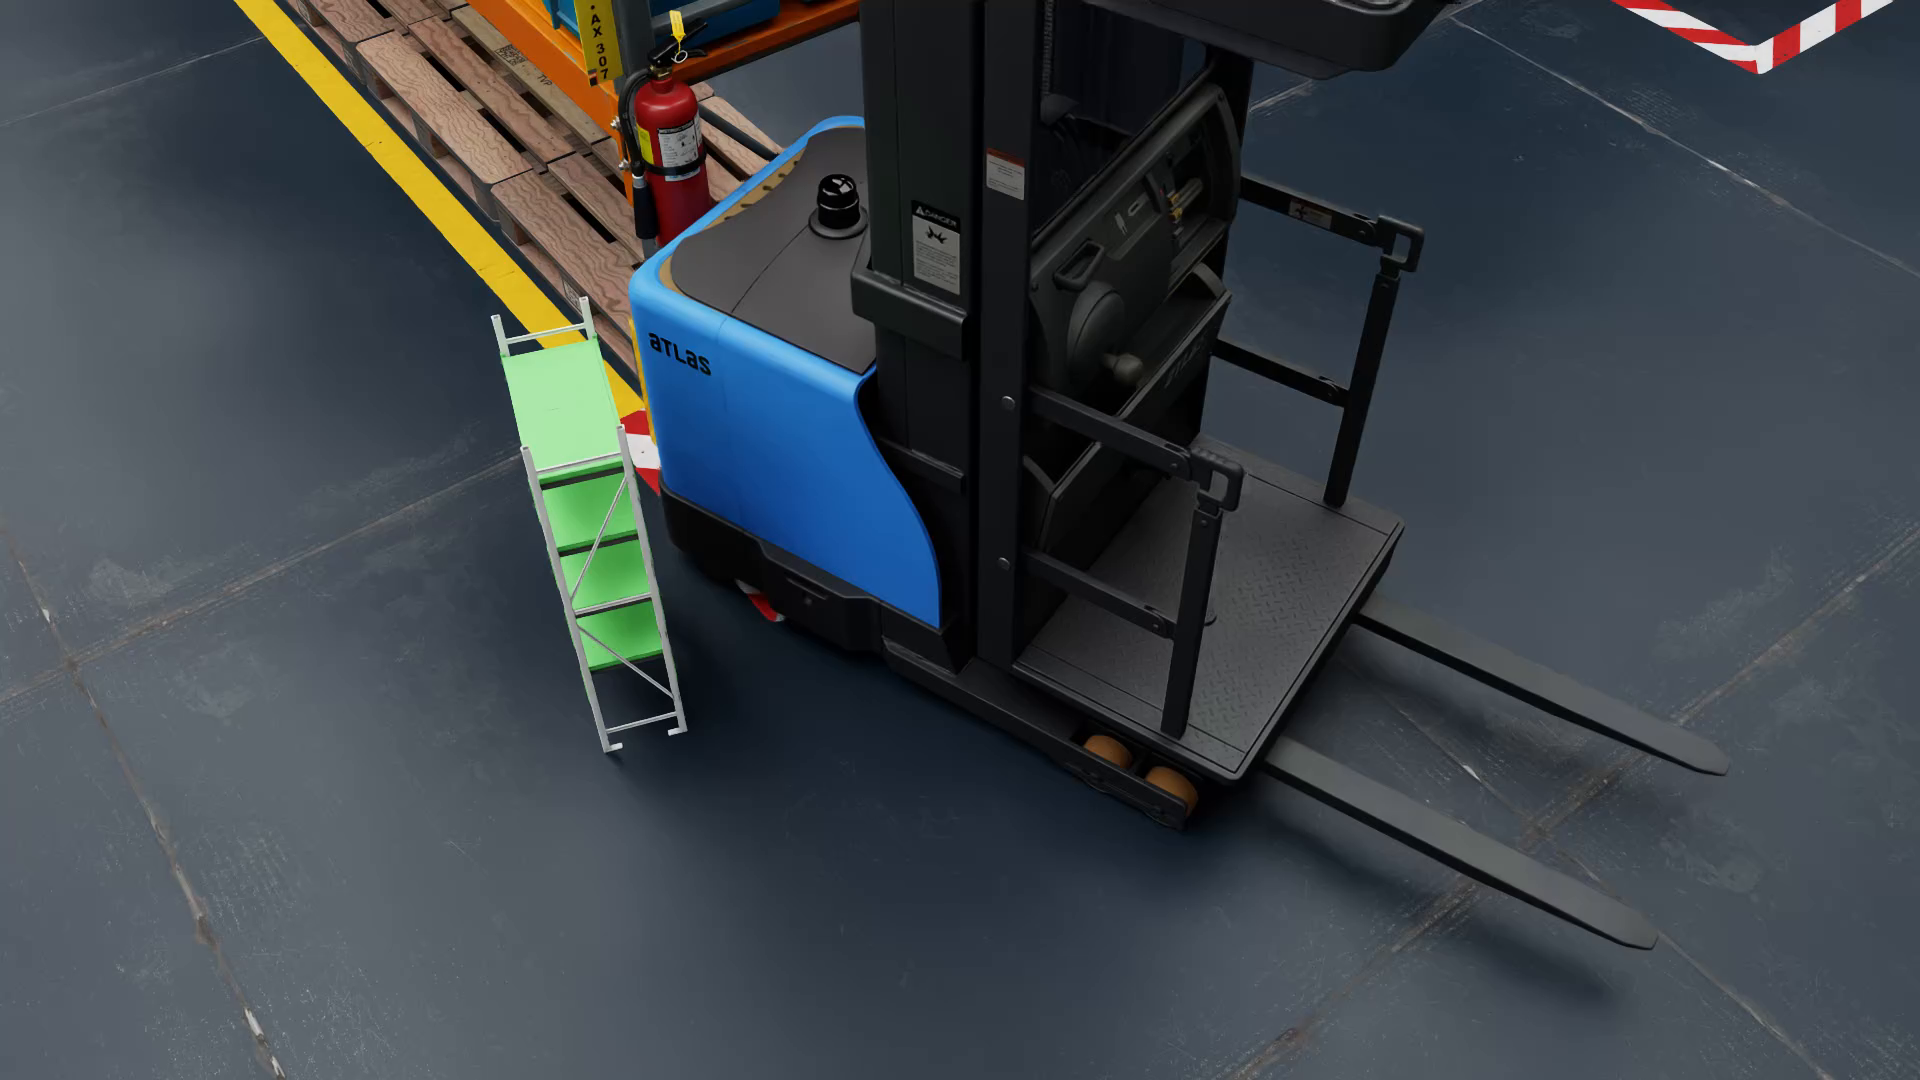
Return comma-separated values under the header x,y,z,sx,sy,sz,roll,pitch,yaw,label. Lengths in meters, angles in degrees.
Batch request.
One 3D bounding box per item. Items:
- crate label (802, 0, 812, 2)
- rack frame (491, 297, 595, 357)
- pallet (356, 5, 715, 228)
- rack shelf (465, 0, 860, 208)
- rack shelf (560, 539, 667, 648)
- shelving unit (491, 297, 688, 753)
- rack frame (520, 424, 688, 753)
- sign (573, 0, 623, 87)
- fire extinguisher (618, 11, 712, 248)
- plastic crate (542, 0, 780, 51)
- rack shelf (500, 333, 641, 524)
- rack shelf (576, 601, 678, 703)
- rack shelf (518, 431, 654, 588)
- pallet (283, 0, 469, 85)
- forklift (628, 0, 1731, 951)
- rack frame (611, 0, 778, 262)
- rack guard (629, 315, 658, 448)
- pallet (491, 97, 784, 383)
x,y,z,sx,sy,sz,roll,pitch,yaw,label
-0.405,-1.797,4.927,0.416,0.233,0.303,-29,54,-24,crate label
-1.050,-0.177,4.600,0.240,1.200,0.015,-14,49,-12,rack frame
-1.720,-1.825,6.762,1.003,0.211,1.213,-29,54,-24,pallet
-1.728,-2.477,5.957,1.077,0.370,4.000,-29,54,-24,rack shelf
-0.973,0.038,4.492,0.258,0.148,0.480,-14,49,-12,rack shelf
-0.973,-0.005,4.445,0.258,1.200,0.503,-14,49,-12,shelving unit
-0.895,0.166,4.290,0.240,1.200,0.015,-14,49,-12,rack frame
-0.945,-1.338,4.328,0.100,0.325,0.005,-29,54,-24,sign
-0.788,-1.095,4.522,0.296,0.674,0.183,-29,54,-24,fire extinguisher
-0.869,-1.685,4.689,0.616,0.435,0.499,-29,54,-24,plastic crate
-0.973,-0.285,4.137,0.258,0.148,0.480,-14,49,-12,rack shelf
-0.973,0.199,4.670,0.258,0.148,0.480,-14,49,-12,rack shelf
-0.973,-0.124,4.315,0.258,0.148,0.480,-14,49,-12,rack shelf
-2.463,-2.545,7.415,1.003,0.211,1.213,-29,54,-24,pallet
0.603,-0.659,3.869,3.031,2.935,1.130,26,53,22,forklift
-0.517,-1.539,4.621,1.000,3.000,0.127,-29,54,-24,rack frame
-0.492,-0.691,5.539,1.175,0.500,0.348,-29,54,-24,rack guard
-0.986,-1.106,6.111,1.003,0.211,1.213,-29,54,-24,pallet
